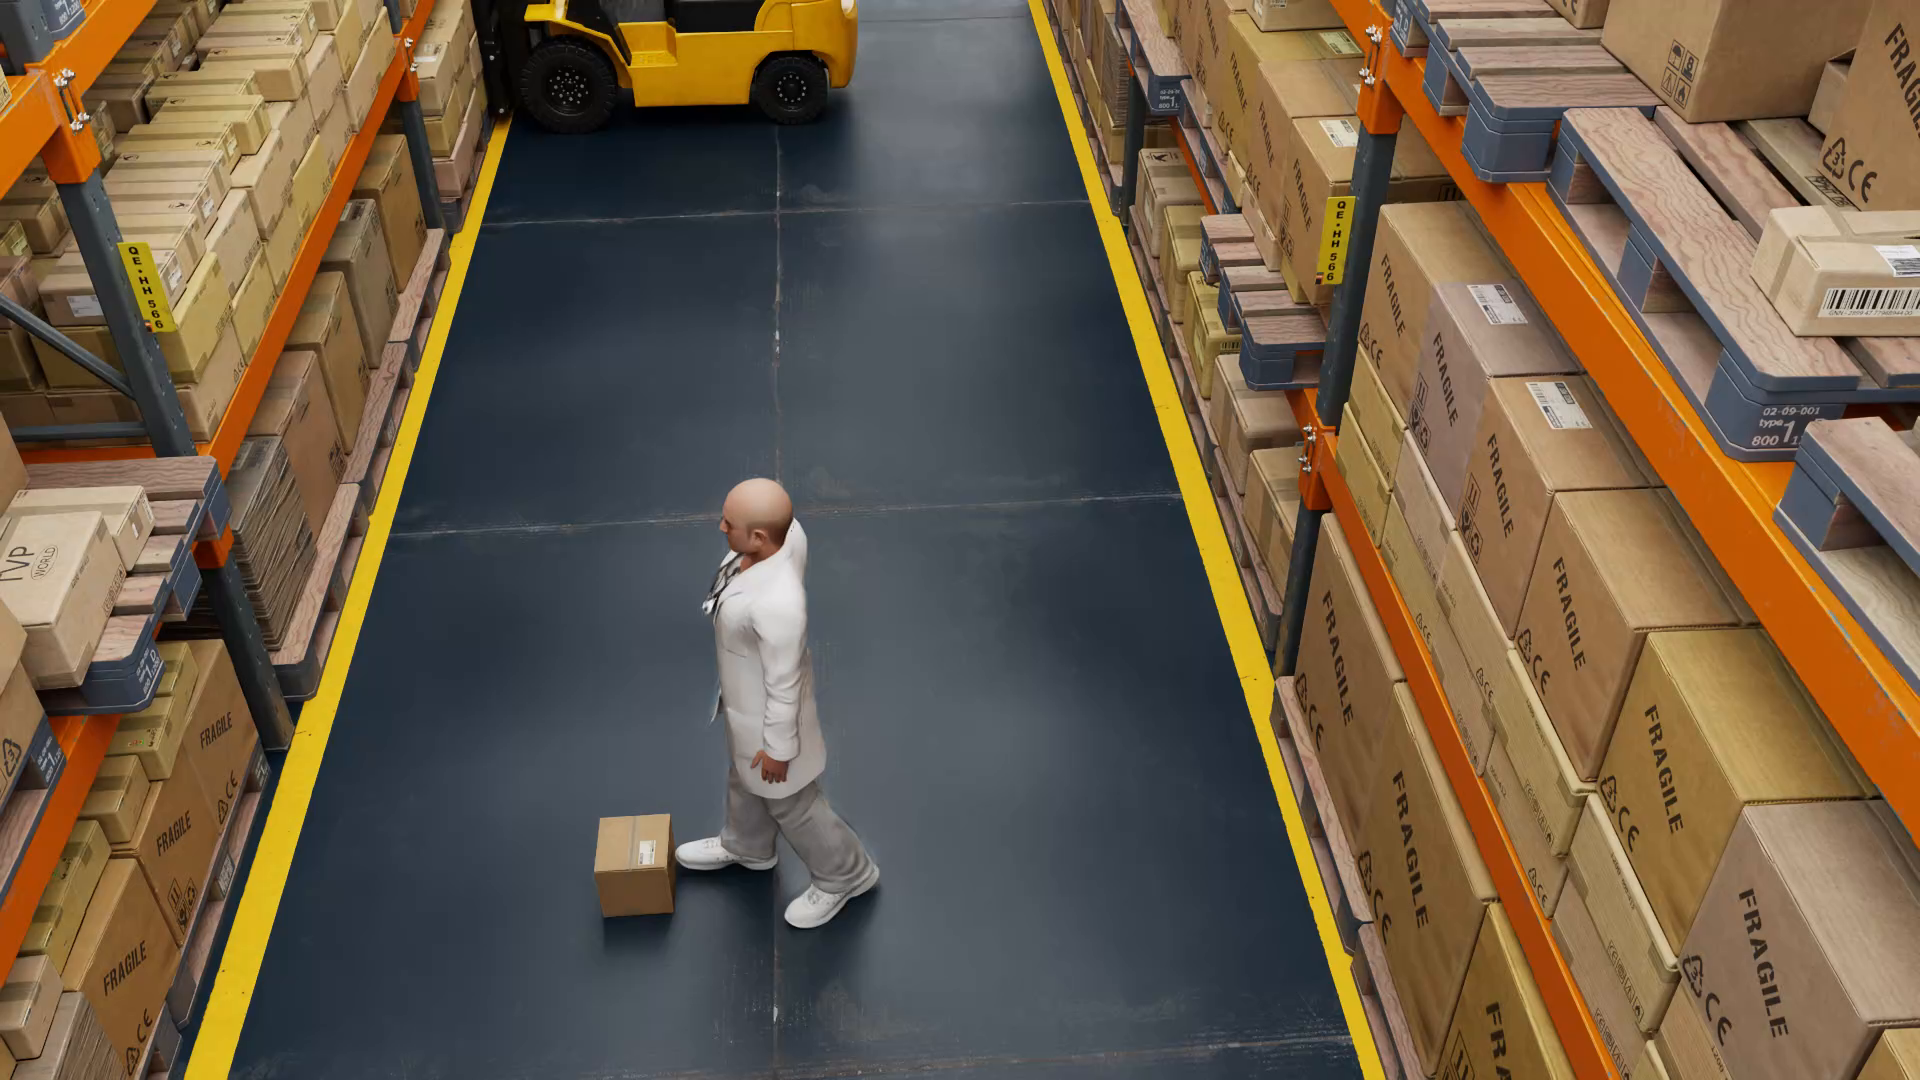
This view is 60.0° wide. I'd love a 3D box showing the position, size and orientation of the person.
[{"bbox_3d":[-0.663,0.534,5.492,0.739,1.796,0.604,-3,39,-4],"label":"person"}]
